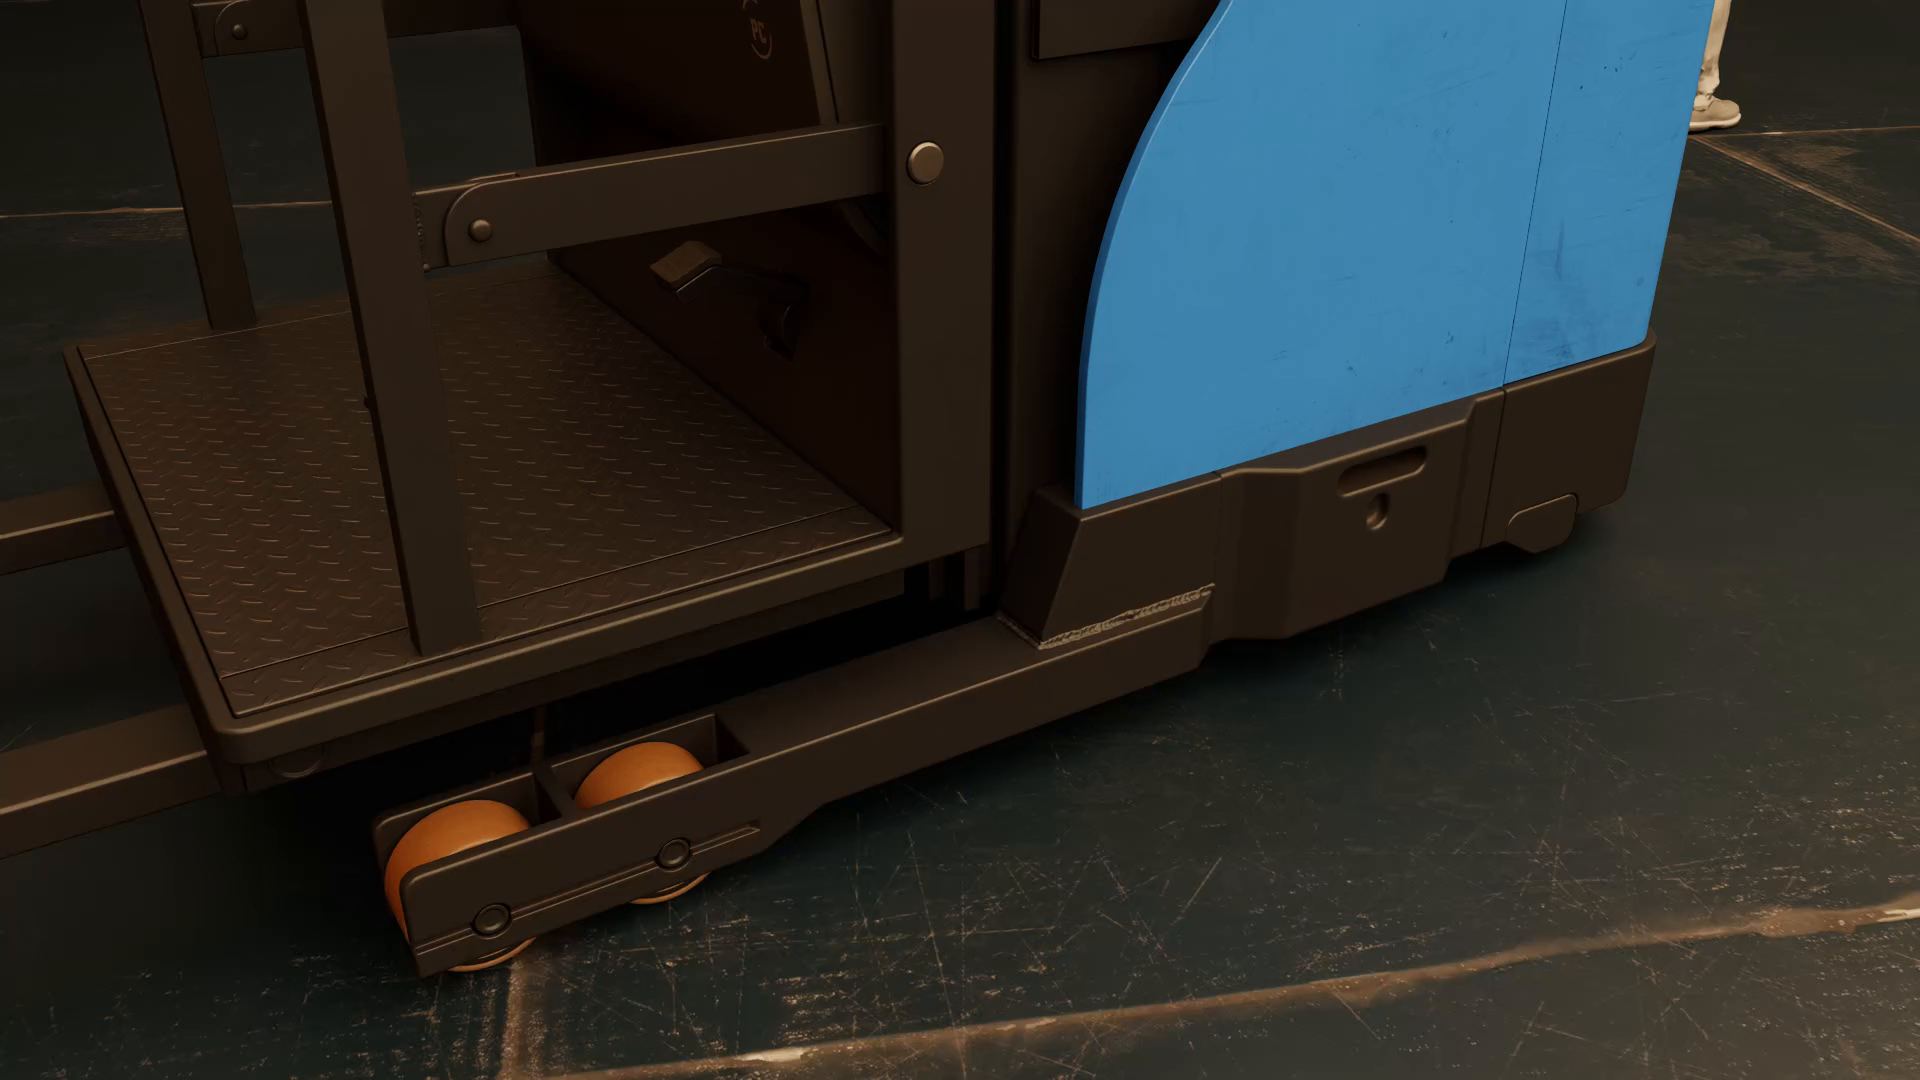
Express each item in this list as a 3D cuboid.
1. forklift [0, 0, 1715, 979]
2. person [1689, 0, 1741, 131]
[{"bbox_3d":[-0.516,-1.144,1.529,3.031,2.935,1.130,-16,32,-28],"label":"forklift"},{"bbox_3d":[1.932,-1.950,4.402,0.547,1.664,0.374,18,33,31],"label":"person"}]
